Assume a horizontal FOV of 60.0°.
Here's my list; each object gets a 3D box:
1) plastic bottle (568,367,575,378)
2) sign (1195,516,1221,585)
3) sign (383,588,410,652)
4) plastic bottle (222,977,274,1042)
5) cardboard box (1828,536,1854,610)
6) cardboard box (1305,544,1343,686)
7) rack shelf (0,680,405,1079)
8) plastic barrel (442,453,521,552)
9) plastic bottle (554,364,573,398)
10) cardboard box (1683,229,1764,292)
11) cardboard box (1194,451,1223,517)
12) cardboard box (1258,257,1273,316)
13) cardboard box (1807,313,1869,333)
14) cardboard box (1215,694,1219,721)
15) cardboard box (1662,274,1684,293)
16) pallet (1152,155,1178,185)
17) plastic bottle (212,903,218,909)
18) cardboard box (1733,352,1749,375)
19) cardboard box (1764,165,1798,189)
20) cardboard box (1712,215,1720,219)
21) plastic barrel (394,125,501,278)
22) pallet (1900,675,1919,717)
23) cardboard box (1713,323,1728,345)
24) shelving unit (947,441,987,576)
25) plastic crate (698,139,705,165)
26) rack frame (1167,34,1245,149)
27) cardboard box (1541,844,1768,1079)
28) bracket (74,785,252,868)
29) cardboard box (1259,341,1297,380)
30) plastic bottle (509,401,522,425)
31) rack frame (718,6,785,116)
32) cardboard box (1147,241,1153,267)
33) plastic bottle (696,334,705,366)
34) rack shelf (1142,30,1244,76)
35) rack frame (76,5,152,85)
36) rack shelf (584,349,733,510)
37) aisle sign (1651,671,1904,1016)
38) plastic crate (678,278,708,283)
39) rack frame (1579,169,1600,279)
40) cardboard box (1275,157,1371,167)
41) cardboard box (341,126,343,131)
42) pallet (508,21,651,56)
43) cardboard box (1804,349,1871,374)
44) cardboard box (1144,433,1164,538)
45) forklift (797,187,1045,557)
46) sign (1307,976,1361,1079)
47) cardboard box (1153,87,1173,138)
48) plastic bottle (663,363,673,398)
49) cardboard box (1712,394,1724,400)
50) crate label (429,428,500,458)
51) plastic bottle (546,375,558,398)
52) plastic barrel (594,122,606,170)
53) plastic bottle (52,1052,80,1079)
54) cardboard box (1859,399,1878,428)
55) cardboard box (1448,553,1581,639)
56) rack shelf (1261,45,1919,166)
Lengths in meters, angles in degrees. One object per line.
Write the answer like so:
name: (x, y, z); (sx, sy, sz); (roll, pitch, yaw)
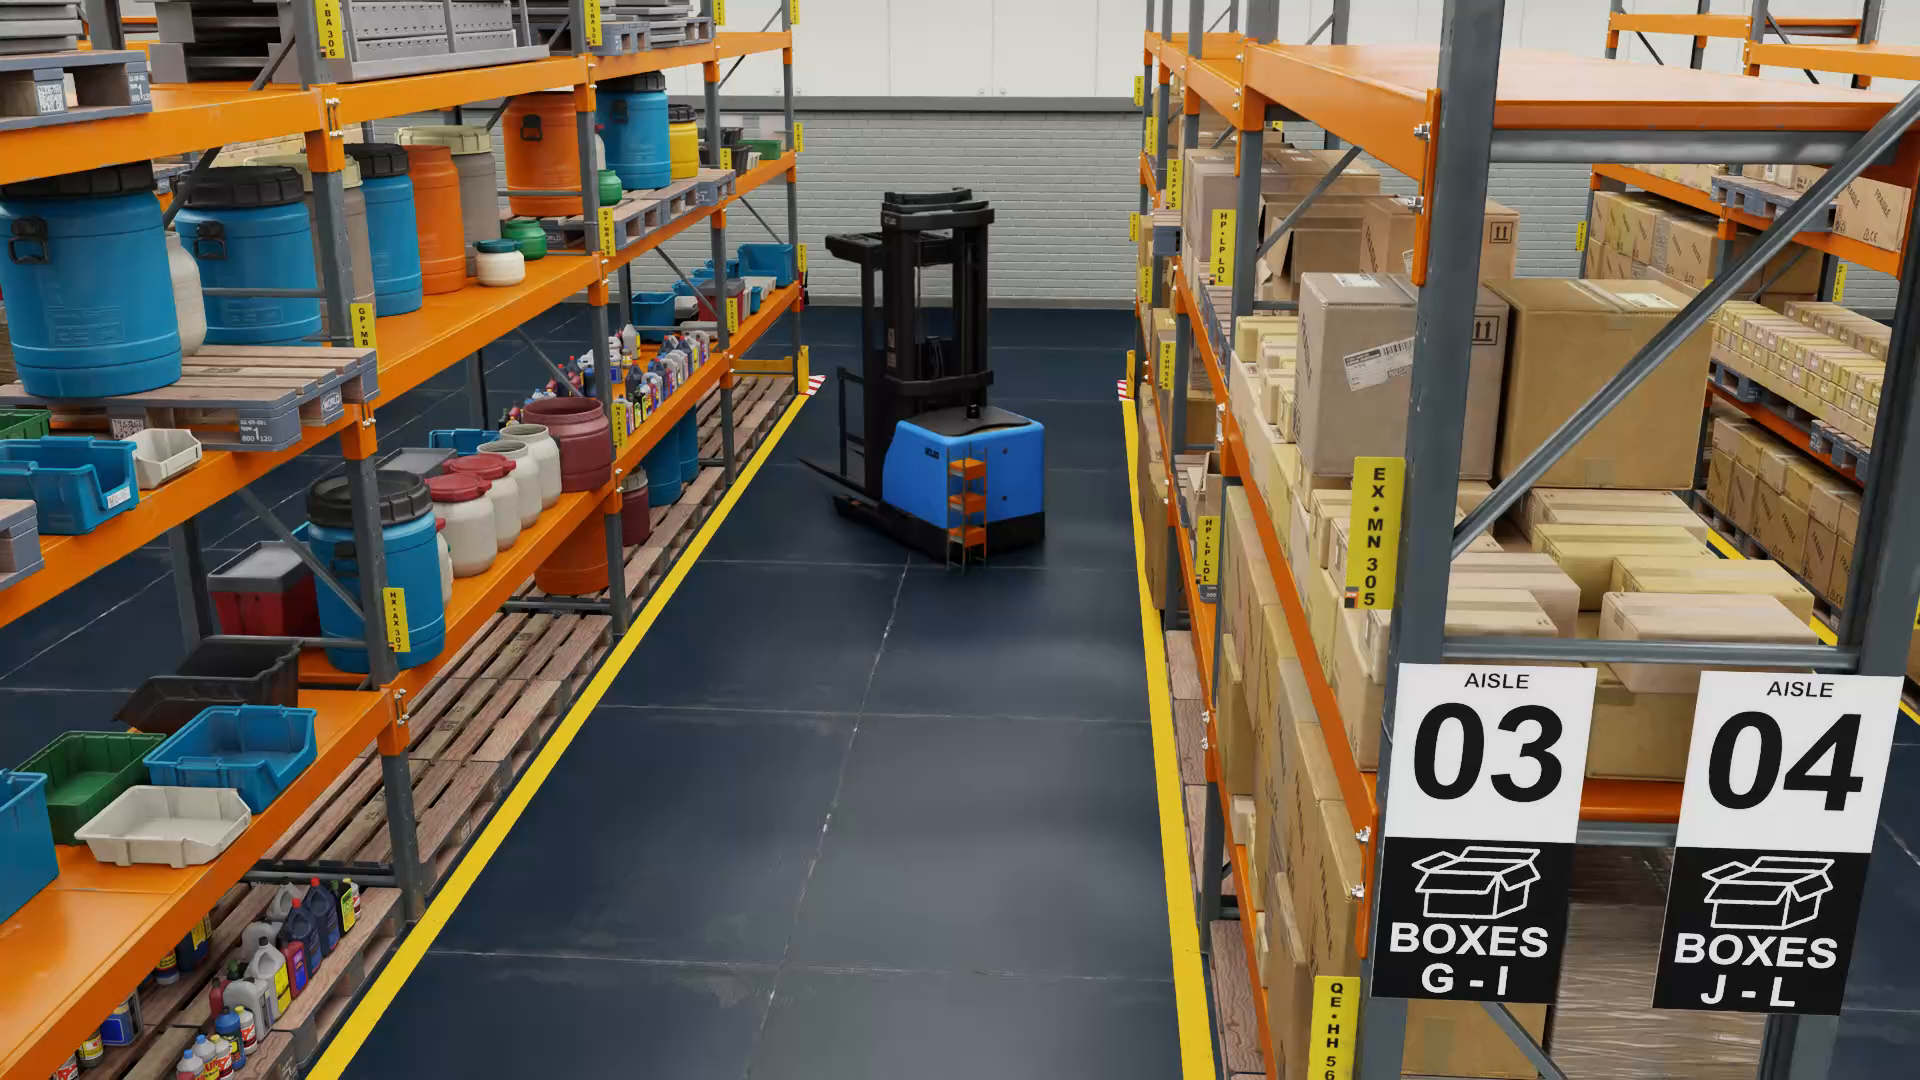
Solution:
plastic bottle: (-3.199, -1.274, 13.681); (0.061, 0.283, 0.133); (1, 18, 4)
sign: (1.132, 0.050, 7.595); (0.100, 0.325, 0.005); (1, 18, 4)
sign: (-2.707, 0.385, 7.987); (0.100, 0.325, 0.005); (1, 18, 4)
plastic bottle: (-3.066, 2.002, 7.162); (0.152, 0.276, 0.135); (2, 18, 5)
cardboard box: (6.699, 0.289, 12.064); (0.500, 0.500, 0.500); (1, 18, 4)
cardboard box: (1.213, 0.189, 4.454); (0.500, 0.250, 0.500); (1, 18, 4)
rack shelf: (-3.398, 1.463, 6.295); (1.077, 0.370, 4.000); (1, 18, 4)
plastic barrel: (-2.884, -0.219, 10.055); (0.433, 0.535, 0.433); (0, 18, 0)
plastic bottle: (-3.229, -1.257, 13.521); (0.144, 0.351, 0.185); (1, 18, 4)
cardboard box: (6.963, -2.548, 15.136); (0.500, 0.500, 0.500); (1, 18, 2)
cardboard box: (1.718, -0.178, 9.309); (0.797, 0.503, 0.637); (3, 18, 10)
cardboard box: (1.653, -1.244, 8.127); (0.396, 0.266, 0.258); (2, 18, 6)
cardboard box: (7.326, -1.802, 13.878); (0.380, 0.149, 0.250); (1, 18, 2)
cardboard box: (1.370, 0.790, 7.597); (0.380, 0.149, 0.250); (1, 18, 4)
cardboard box: (6.990, -2.238, 15.798); (0.500, 0.500, 0.500); (1, 18, 2)
pallet: (2.328, -3.511, 15.645); (1.003, 0.211, 1.213); (1, 18, 4)
plastic bottle: (-3.715, 1.677, 8.163); (0.097, 0.271, 0.097); (0, 18, 0)
cardboard box: (6.657, -1.458, 13.784); (0.380, 0.149, 0.250); (1, 18, 4)
cardboard box: (6.927, -3.046, 13.552); (0.500, 0.311, 0.500); (1, 18, 3)
cardboard box: (7.541, -3.176, 15.688); (0.522, 1.351, 0.999); (1, 18, 4)
plastic barrel: (-3.243, -2.155, 10.561); (0.600, 0.901, 0.600); (0, 18, 0)
pallet: (6.781, 1.079, 10.791); (1.003, 0.211, 1.213); (1, 18, 4)
cardboard box: (6.696, -1.760, 14.230); (0.380, 0.149, 0.250); (1, 18, 3)
shelving unit: (0.056, -0.256, 13.516); (0.252, 1.050, 0.215); (-16, 24, -41)
plastic crate: (-2.861, -3.914, 16.924); (0.437, 0.282, 0.530); (1, 18, 4)
rack frame: (2.263, -4.724, 14.389); (0.949, 2.616, 0.053); (1, 18, 4)
cardboard box: (1.710, 1.025, 4.235); (0.500, 0.500, 0.500); (1, 18, 4)
bracket: (7.012, -1.743, 7.352); (20.502, 5.116, 5.172); (1, 18, 4)
cardboard box: (1.363, -0.670, 6.434); (0.380, 0.149, 0.250); (1, 18, 4)
plastic bottle: (-3.348, -0.893, 12.519); (0.061, 0.283, 0.133); (1, 18, 4)
rack frame: (-2.391, -6.077, 18.518); (0.949, 2.616, 0.053); (1, 18, 4)
cardboard box: (2.066, -2.604, 16.113); (0.500, 0.500, 0.500); (1, 18, 4)
plastic bottle: (-2.358, -1.726, 15.061); (0.061, 0.283, 0.133); (1, 18, 4)
rack shelf: (2.403, -4.814, 16.460); (1.077, 0.370, 4.000); (1, 18, 4)
rack frame: (-7.625, -4.947, 15.068); (0.949, 2.616, 0.053); (1, 18, 4)
rack shelf: (-2.824, -1.021, 13.877); (1.077, 0.370, 4.000); (1, 18, 4)
aisle sign: (1.694, 0.644, 3.466); (0.394, 0.787, 0.004); (1, 18, 4)
plastic crate: (-2.835, -2.697, 18.010); (0.416, 0.233, 0.300); (1, 18, 4)
rack frame: (7.486, -2.974, 18.681); (1.000, 3.000, 0.127); (1, 18, 4)
cardboard box: (2.162, -2.029, 10.016); (0.500, 0.500, 0.500); (1, 18, 4)
cardboard box: (-7.153, -4.609, 18.294); (0.500, 0.250, 0.500); (1, 18, 4)
pallet: (-2.885, -3.536, 11.709); (1.213, 0.211, 1.003); (1, 18, 4)
cardboard box: (6.568, -1.332, 12.443); (0.380, 0.149, 0.250); (1, 18, 4)
cardboard box: (2.114, -0.312, 13.295); (1.225, 0.875, 0.875); (1, 18, 4)
forklift: (-0.492, -1.652, 14.758); (1.130, 2.935, 3.031); (-11, 21, -31)
sign: (0.847, 1.134, 3.777); (0.100, 0.325, 0.005); (1, 18, 4)
cardboard box: (2.402, -4.501, 17.530); (0.700, 0.500, 0.500); (1, 18, 2)
plastic bottle: (-2.446, -1.342, 13.890); (0.061, 0.283, 0.133); (1, 18, 4)
cardboard box: (7.511, -1.370, 16.737); (0.380, 0.149, 0.250); (1, 18, 2)
crate label: (-3.309, -0.456, 10.941); (0.502, 0.435, 0.616); (1, 18, 4)
plastic bottle: (-3.282, -1.177, 13.384); (0.061, 0.283, 0.133); (1, 18, 4)
plastic barrel: (-2.991, -2.985, 13.007); (0.433, 0.535, 0.433); (0, 18, 0)
plastic bottle: (-3.666, 2.160, 6.803); (0.097, 0.201, 0.097); (0, 18, 0)
cardboard box: (6.494, -0.874, 11.525); (0.380, 0.149, 0.250); (2, 18, 5)
cardboard box: (1.243, 0.138, 3.967); (0.380, 0.149, 0.250); (1, 18, 2)
rack shelf: (1.542, -1.368, 4.993); (0.919, 0.124, 3.809); (1, 18, 4)
